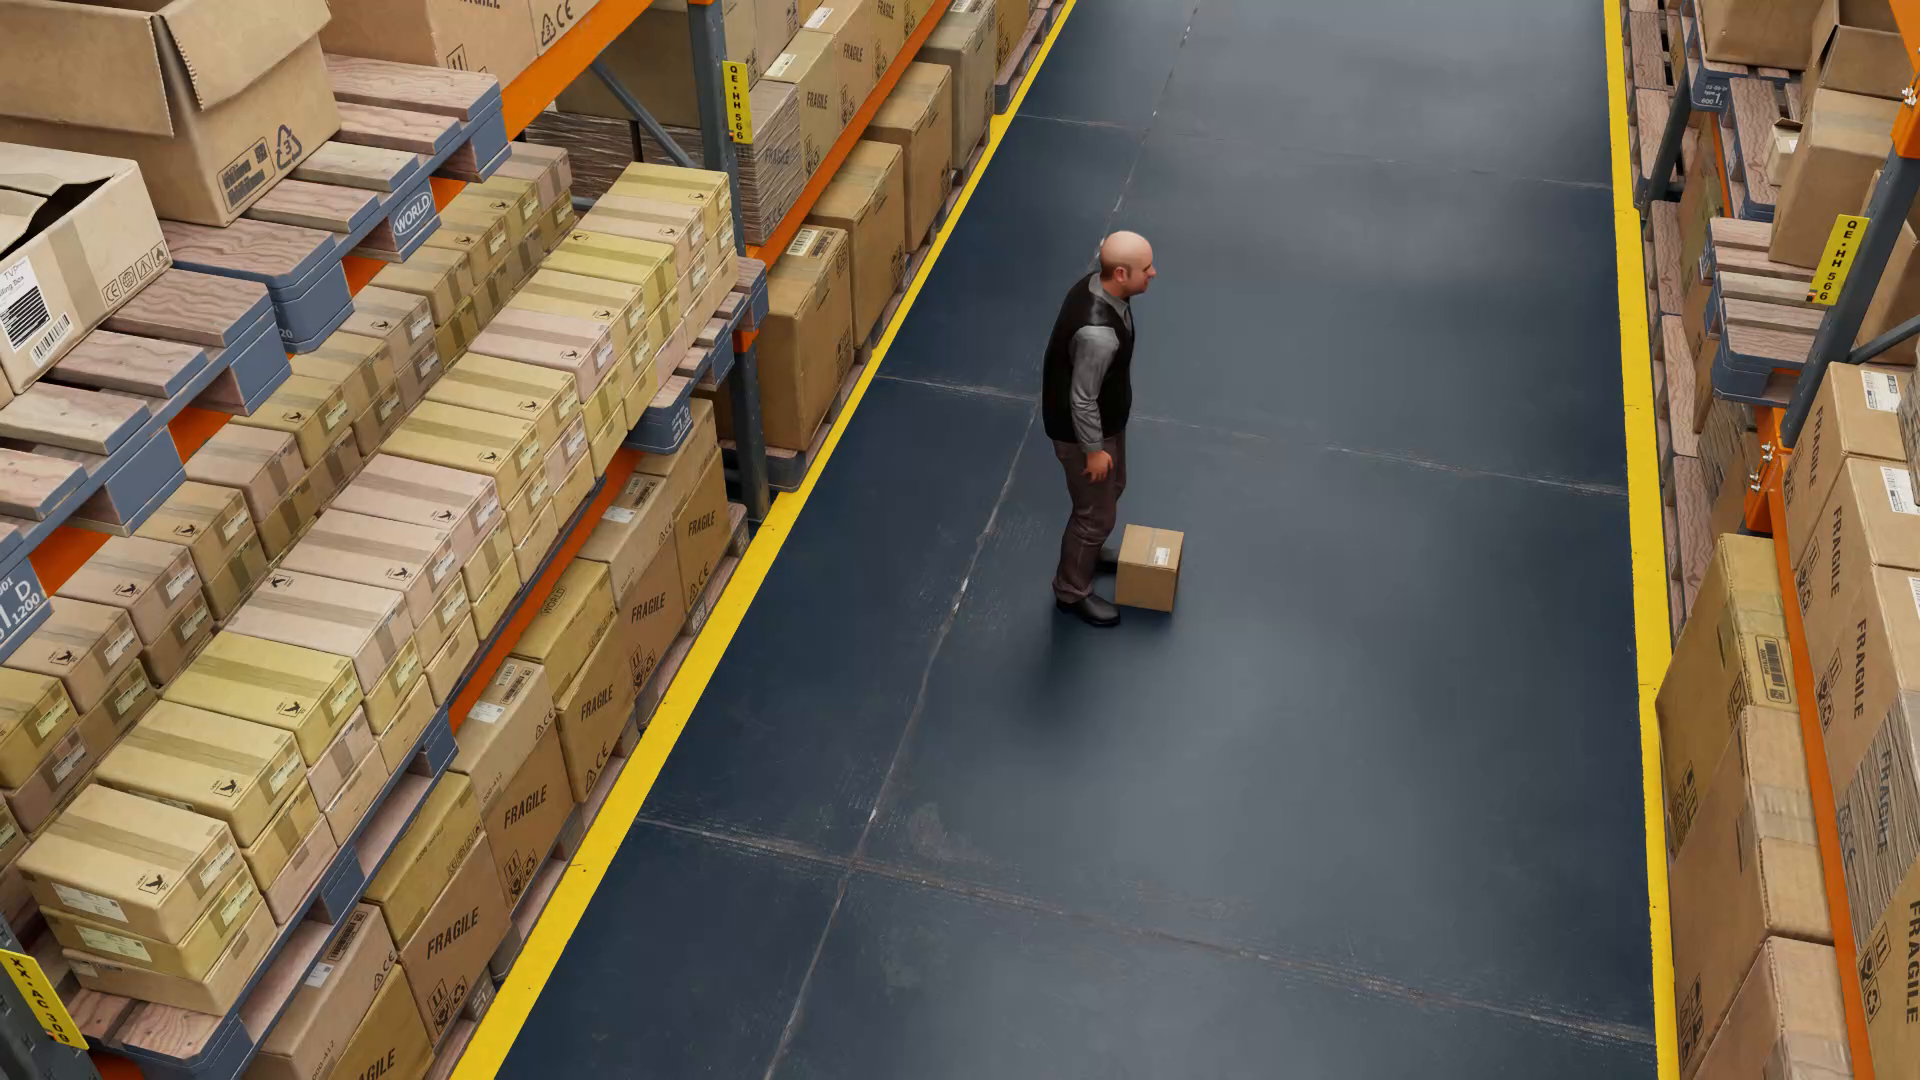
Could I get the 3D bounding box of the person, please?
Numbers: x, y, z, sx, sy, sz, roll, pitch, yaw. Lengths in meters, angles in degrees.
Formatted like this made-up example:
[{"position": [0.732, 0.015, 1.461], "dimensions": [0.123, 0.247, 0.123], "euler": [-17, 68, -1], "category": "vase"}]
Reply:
[{"position": [0.537, -0.480, 6.734], "dimensions": [0.418, 1.719, 0.585], "euler": [8, 41, 9], "category": "person"}]
